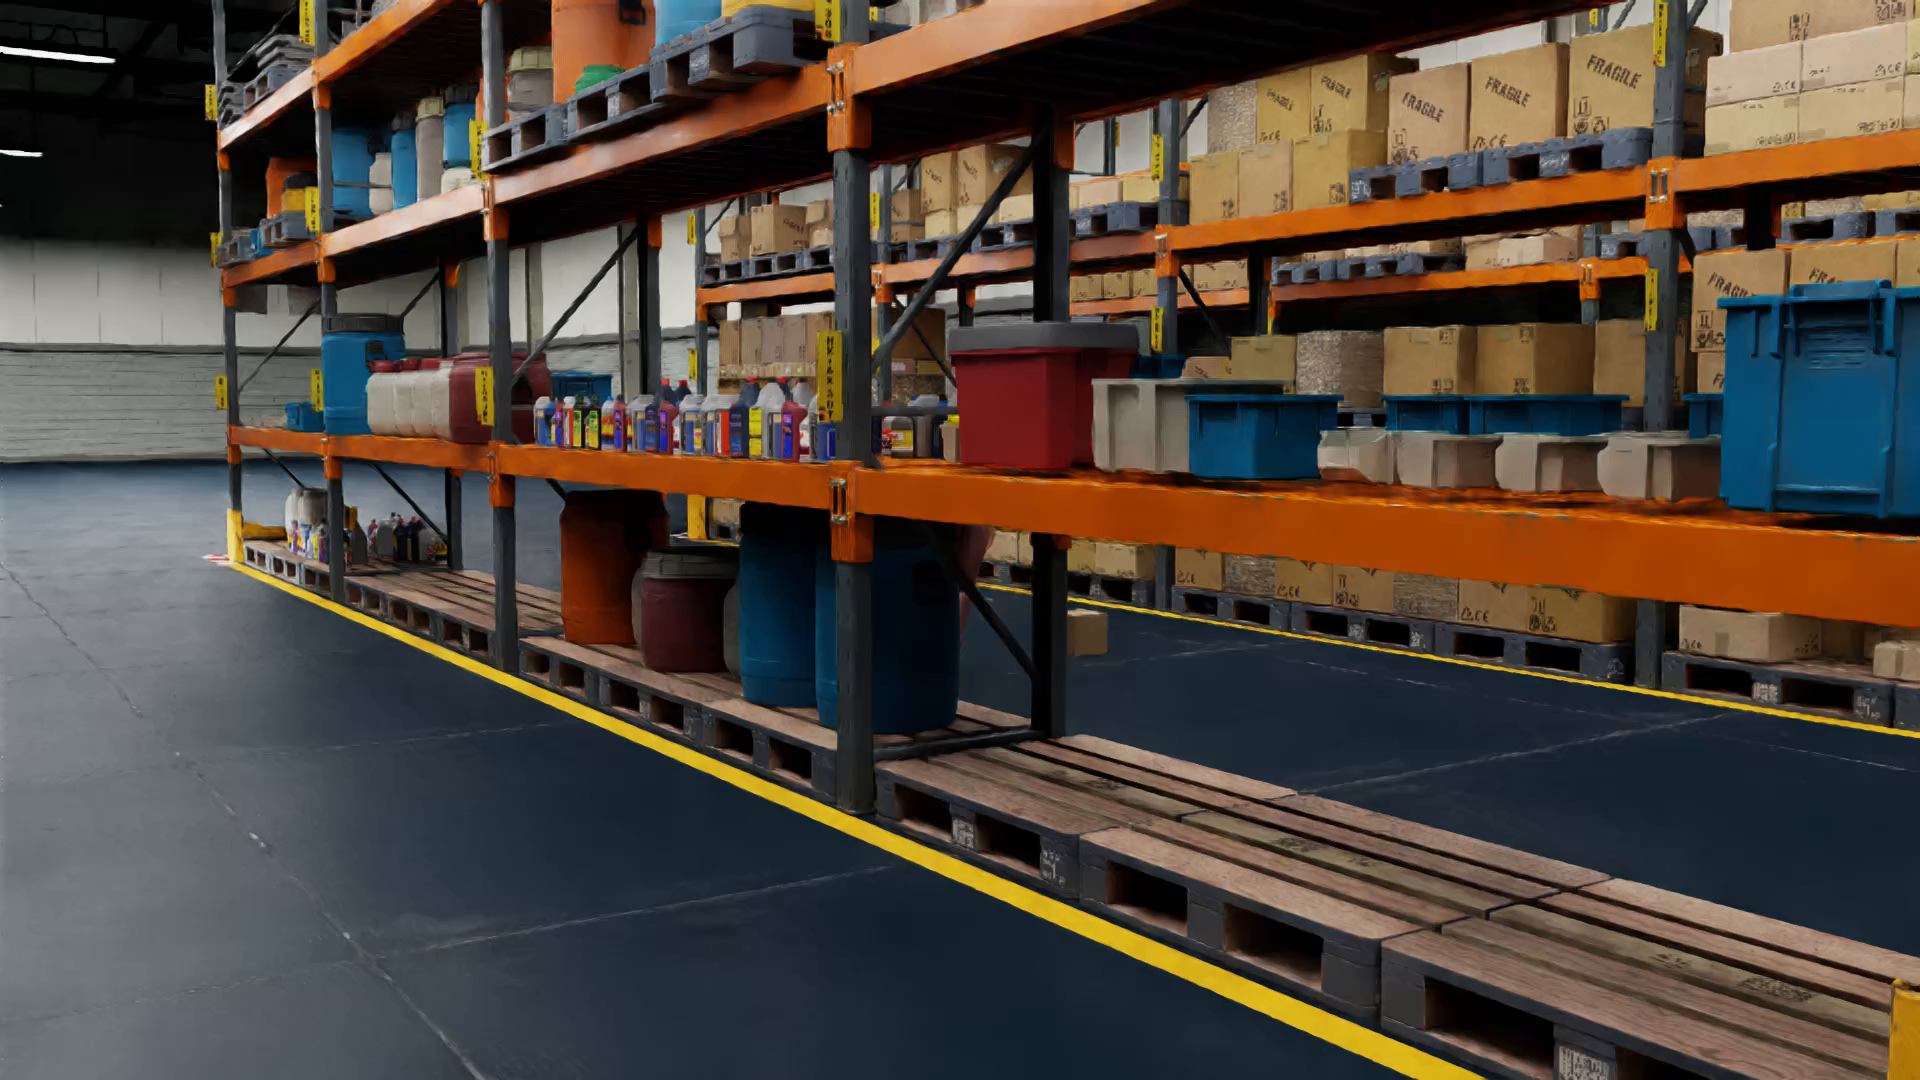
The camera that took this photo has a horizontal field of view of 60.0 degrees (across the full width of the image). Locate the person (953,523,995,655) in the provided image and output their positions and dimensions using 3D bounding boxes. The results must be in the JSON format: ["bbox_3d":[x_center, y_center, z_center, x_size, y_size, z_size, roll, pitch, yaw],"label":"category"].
[{"bbox_3d":[0.020,0.033,9.571,0.498,1.413,0.677,0,5,-3],"label":"person"}]
